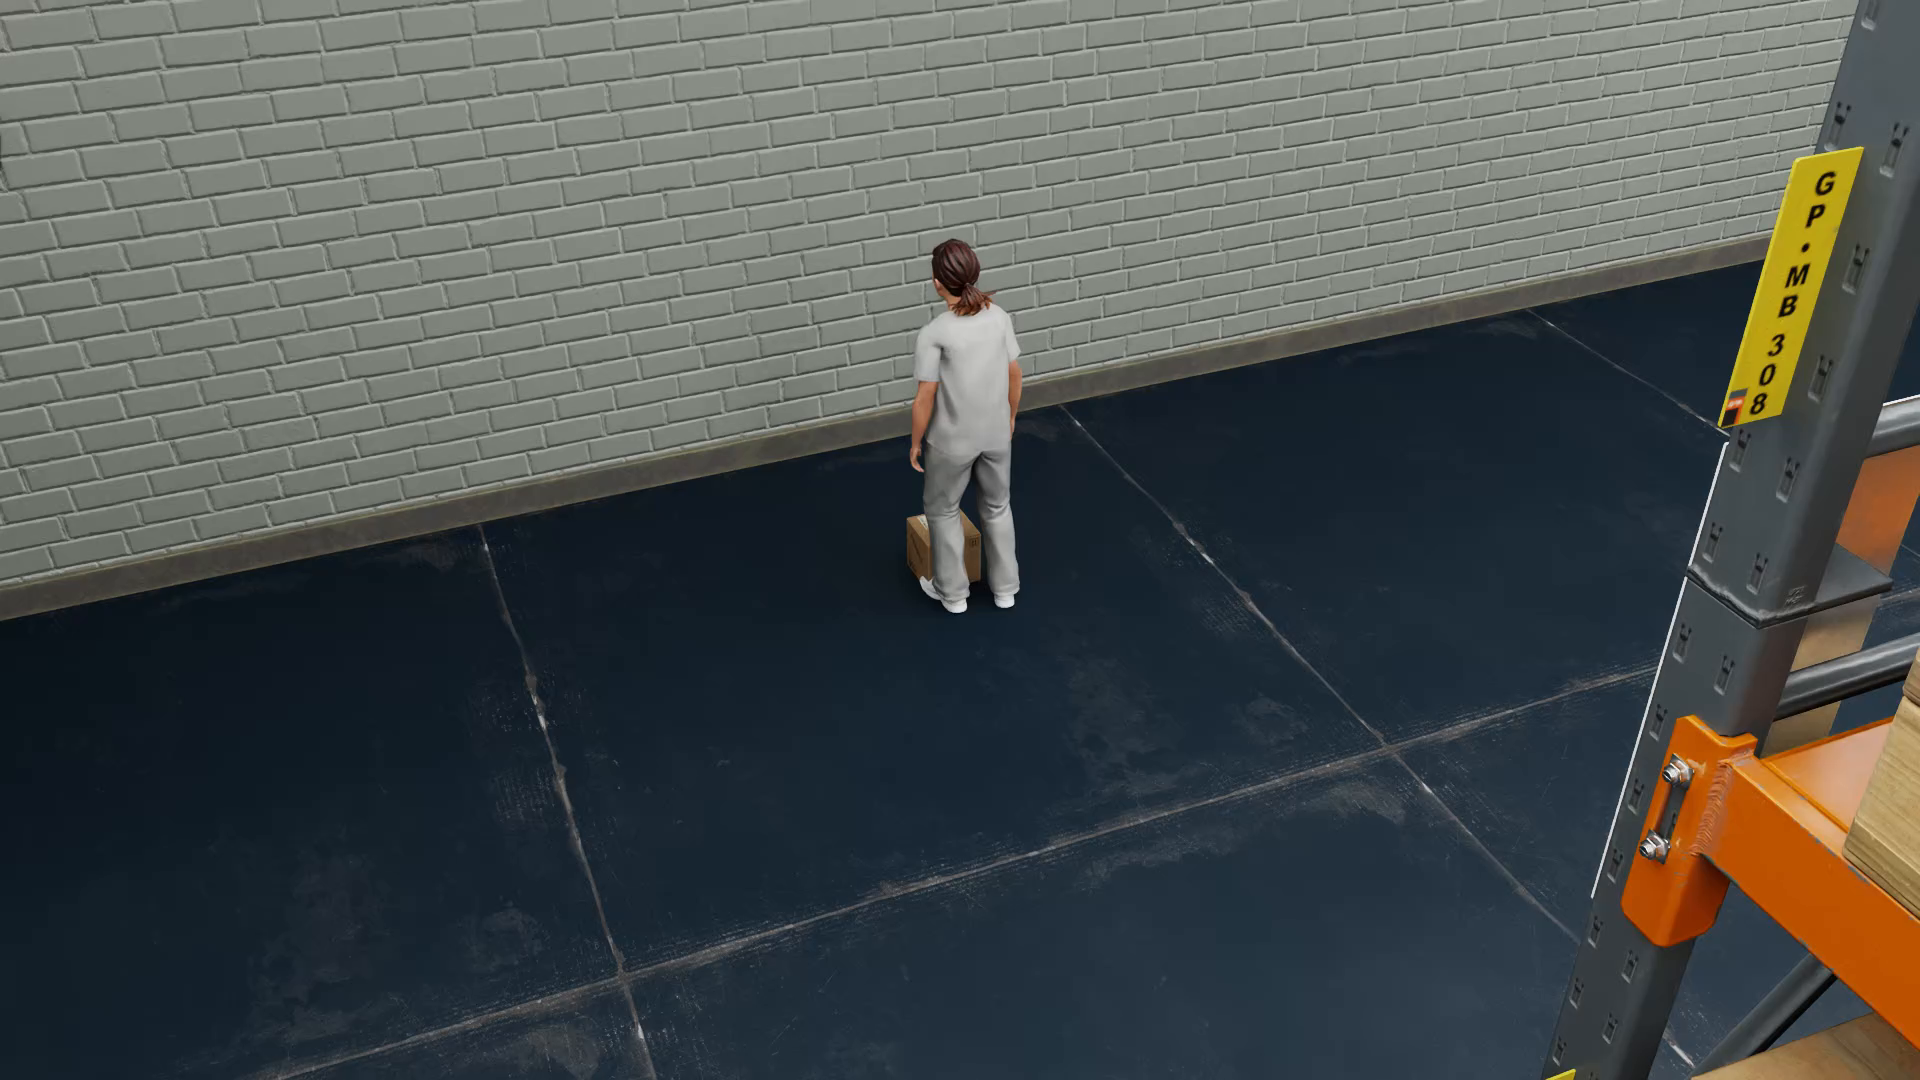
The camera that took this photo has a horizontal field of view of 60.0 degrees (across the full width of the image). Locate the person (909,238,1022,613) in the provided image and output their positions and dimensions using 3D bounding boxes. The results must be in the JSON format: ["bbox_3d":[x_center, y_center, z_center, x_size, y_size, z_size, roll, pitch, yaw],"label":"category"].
[{"bbox_3d":[0.016,-0.439,6.804,0.514,1.671,0.415,-15,37,-22],"label":"person"}]
